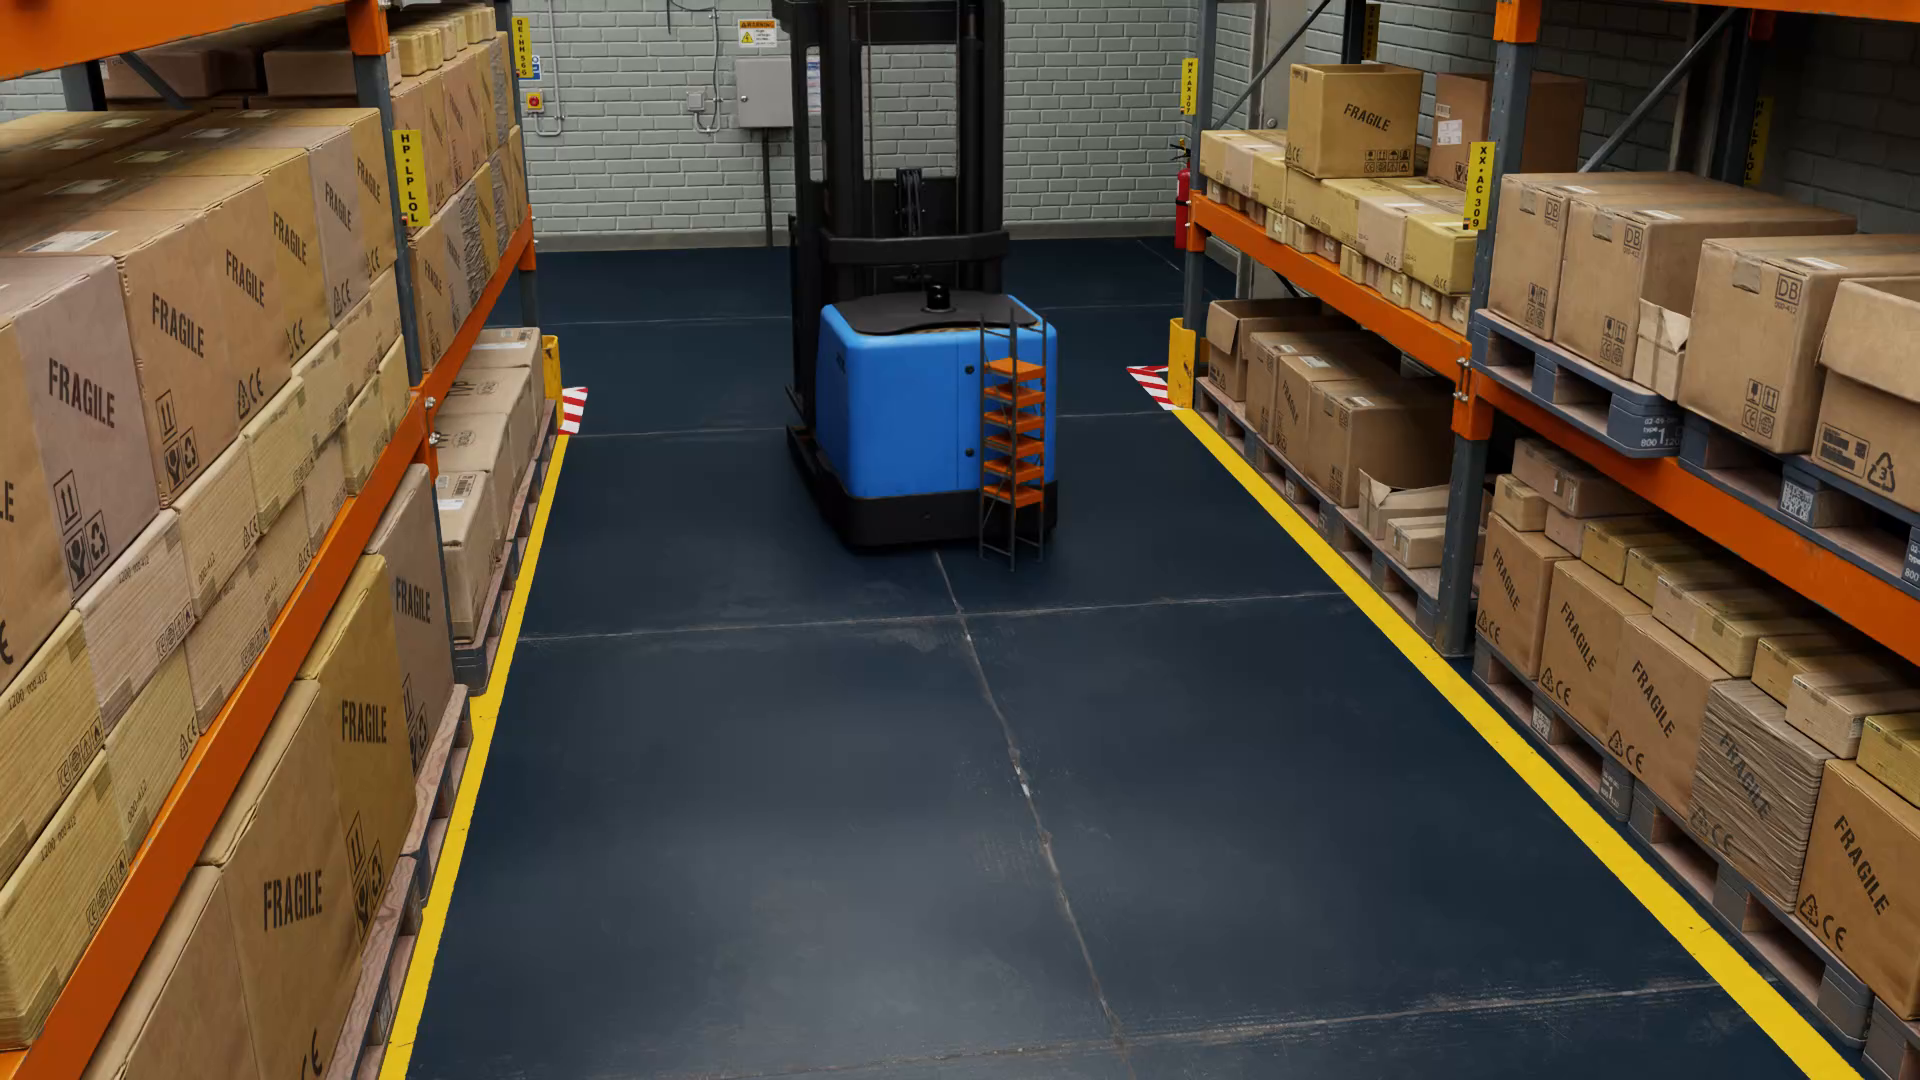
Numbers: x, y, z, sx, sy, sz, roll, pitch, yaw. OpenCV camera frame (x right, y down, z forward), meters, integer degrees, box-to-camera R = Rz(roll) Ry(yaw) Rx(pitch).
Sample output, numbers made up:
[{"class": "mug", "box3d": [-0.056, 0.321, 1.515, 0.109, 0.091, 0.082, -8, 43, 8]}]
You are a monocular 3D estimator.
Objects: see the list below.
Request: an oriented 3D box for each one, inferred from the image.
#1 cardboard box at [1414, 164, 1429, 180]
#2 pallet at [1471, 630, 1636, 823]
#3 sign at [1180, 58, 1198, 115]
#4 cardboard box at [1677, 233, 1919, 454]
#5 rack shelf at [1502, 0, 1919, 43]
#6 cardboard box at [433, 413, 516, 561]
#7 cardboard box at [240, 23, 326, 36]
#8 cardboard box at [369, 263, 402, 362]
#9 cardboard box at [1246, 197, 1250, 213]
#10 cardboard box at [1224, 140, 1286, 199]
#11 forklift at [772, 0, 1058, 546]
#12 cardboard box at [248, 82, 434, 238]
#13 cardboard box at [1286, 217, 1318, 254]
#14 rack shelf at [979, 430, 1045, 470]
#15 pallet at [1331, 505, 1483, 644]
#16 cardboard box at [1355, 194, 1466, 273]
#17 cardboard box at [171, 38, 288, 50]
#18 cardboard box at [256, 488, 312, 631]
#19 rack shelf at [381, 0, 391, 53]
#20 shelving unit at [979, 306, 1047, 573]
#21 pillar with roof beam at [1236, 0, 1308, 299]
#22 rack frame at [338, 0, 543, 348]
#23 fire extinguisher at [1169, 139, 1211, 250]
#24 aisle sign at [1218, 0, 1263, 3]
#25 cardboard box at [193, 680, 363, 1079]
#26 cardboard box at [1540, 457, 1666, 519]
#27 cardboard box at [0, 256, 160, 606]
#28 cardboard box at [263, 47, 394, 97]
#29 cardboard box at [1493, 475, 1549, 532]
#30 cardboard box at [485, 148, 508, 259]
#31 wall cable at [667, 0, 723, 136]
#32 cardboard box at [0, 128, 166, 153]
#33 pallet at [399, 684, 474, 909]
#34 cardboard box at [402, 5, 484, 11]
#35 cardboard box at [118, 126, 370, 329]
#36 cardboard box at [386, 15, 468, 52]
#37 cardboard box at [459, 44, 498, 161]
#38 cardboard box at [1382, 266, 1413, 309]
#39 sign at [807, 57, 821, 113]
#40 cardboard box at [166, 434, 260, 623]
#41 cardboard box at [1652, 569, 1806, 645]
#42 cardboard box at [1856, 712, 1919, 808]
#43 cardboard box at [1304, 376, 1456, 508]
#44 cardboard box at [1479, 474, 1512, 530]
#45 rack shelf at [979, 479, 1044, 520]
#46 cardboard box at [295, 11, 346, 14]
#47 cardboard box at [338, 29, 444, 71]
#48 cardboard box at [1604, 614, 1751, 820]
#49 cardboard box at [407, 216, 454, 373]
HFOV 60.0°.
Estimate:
[{"class": "cardboard box", "box3d": [2.457, -1.732, 8.356, 0.500, 0.250, 0.500, -3, 21, -8]}, {"class": "pallet", "box3d": [2.645, 0.631, 6.226, 1.003, 0.211, 1.213, -3, 21, -8]}, {"class": "sign", "box3d": [1.376, -2.718, 9.970, 0.100, 0.325, 0.005, -3, 21, -8]}, {"class": "cardboard box", "box3d": [2.526, -0.569, 4.709, 0.700, 0.500, 0.500, -3, 21, -8]}, {"class": "rack shelf", "box3d": [2.778, -1.331, 4.234, 1.077, 0.370, 4.000, -3, 21, -8]}, {"class": "cardboard box", "box3d": [-2.535, -0.233, 7.614, 0.875, 0.438, 0.875, -4, 21, -9]}, {"class": "cardboard box", "box3d": [-2.953, -2.143, 7.169, 0.380, 0.149, 0.250, -3, 21, -8]}, {"class": "cardboard box", "box3d": [-2.117, -0.727, 5.376, 0.500, 0.250, 0.500, -3, 21, -8]}, {"class": "cardboard box", "box3d": [1.844, -1.920, 9.428, 0.380, 0.149, 0.250, -3, 21, -8]}, {"class": "cardboard box", "box3d": [1.785, -2.064, 9.244, 0.500, 0.250, 0.500, -3, 21, -7]}, {"class": "forklift", "box3d": [-0.373, -1.827, 8.920, 1.130, 2.935, 3.031, -5, 21, -13]}, {"class": "cardboard box", "box3d": [-2.250, -1.396, 6.094, 0.500, 0.500, 0.500, -3, 21, -7]}, {"class": "cardboard box", "box3d": [1.884, -1.556, 8.454, 0.380, 0.149, 0.250, -2, 21, -7]}, {"class": "rack shelf", "box3d": [0.243, -0.421, 7.755, 0.180, 0.103, 0.258, -17, 26, -38]}, {"class": "pallet", "box3d": [2.392, 0.113, 7.611, 1.003, 0.211, 1.213, -3, 21, -8]}, {"class": "cardboard box", "box3d": [2.088, -1.361, 7.362, 0.500, 0.250, 0.500, -3, 21, -8]}, {"class": "cardboard box", "box3d": [-2.737, -1.797, 6.241, 0.380, 0.149, 0.250, -3, 21, -8]}, {"class": "cardboard box", "box3d": [-1.902, 0.040, 4.036, 0.500, 0.250, 0.500, -3, 21, -8]}, {"class": "rack shelf", "box3d": [-2.710, -2.464, 7.268, 1.077, 0.370, 4.000, -3, 21, -8]}, {"class": "shelving unit", "box3d": [0.243, -0.462, 7.739, 0.189, 1.200, 0.258, -17, 26, -38]}, {"class": "pillar with roof beam", "box3d": [-1.843, -5.912, 11.185, 9.100, 9.000, 0.400, -3, 21, -8]}, {"class": "rack frame", "box3d": [-2.998, -2.088, 9.521, 1.000, 3.000, 0.127, -3, 21, -8]}, {"class": "fire extinguisher", "box3d": [1.435, -2.157, 10.347, 0.296, 0.674, 0.183, -3, 21, -8]}, {"class": "aisle sign", "box3d": [1.613, -3.567, 9.763, 0.394, 0.787, 0.004, -3, 21, -8]}, {"class": "cardboard box", "box3d": [-1.986, 0.928, 3.882, 0.875, 0.875, 0.875, -3, 21, -7]}, {"class": "cardboard box", "box3d": [2.363, -0.199, 6.082, 0.380, 0.149, 0.250, -4, 21, -10]}, {"class": "cardboard box", "box3d": [-1.755, -0.188, 2.861, 0.500, 0.500, 0.500, -3, 21, -8]}, {"class": "cardboard box", "box3d": [-2.210, -1.645, 5.835, 0.380, 0.149, 0.250, -3, 21, -9]}, {"class": "cardboard box", "box3d": [2.278, -0.147, 6.368, 0.380, 0.149, 0.250, -2, 21, -5]}, {"class": "cardboard box", "box3d": [-2.525, -1.630, 8.149, 0.500, 0.500, 0.500, -2, 21, -6]}, {"class": "wall cable", "box3d": [-2.432, -4.591, 14.769, 0.588, 1.984, 0.122, -3, 21, -8]}, {"class": "cardboard box", "box3d": [-2.542, -0.877, 4.706, 0.500, 0.500, 0.500, -3, 21, -8]}, {"class": "pallet", "box3d": [-2.235, 0.866, 5.596, 1.003, 0.211, 1.213, -3, 21, -8]}, {"class": "cardboard box", "box3d": [-2.688, -2.707, 8.677, 0.380, 0.149, 0.250, -3, 21, -7]}, {"class": "cardboard box", "box3d": [-2.027, -0.898, 4.761, 0.500, 0.500, 0.500, -3, 21, -7]}, {"class": "cardboard box", "box3d": [-2.510, -2.354, 7.734, 0.380, 0.149, 0.250, -2, 21, -6]}, {"class": "cardboard box", "box3d": [-2.520, -2.098, 7.974, 0.500, 0.500, 0.500, -3, 21, -8]}, {"class": "cardboard box", "box3d": [2.074, -1.113, 7.268, 0.380, 0.149, 0.250, -2, 21, -6]}, {"class": "sign", "box3d": [-1.275, -4.147, 15.169, 0.329, 0.494, 0.001, -3, 21, -8]}, {"class": "cardboard box", "box3d": [-1.806, -0.023, 3.490, 0.500, 0.250, 0.500, -3, 21, -8]}, {"class": "cardboard box", "box3d": [2.495, 0.216, 5.397, 0.380, 0.149, 0.250, -3, 21, -8]}, {"class": "cardboard box", "box3d": [2.651, 0.576, 4.433, 0.380, 0.149, 0.250, -3, 21, -9]}, {"class": "cardboard box", "box3d": [2.142, -0.492, 8.219, 0.700, 0.500, 0.500, -4, 21, -10]}, {"class": "cardboard box", "box3d": [2.629, -0.133, 7.528, 0.500, 0.311, 0.500, -2, 21, -6]}, {"class": "rack shelf", "box3d": [0.243, -0.196, 7.838, 0.180, 0.103, 0.258, -17, 26, -38]}, {"class": "cardboard box", "box3d": [-3.133, -2.498, 8.117, 0.380, 0.149, 0.250, -4, 21, -10]}, {"class": "cardboard box", "box3d": [-2.326, -2.002, 6.790, 0.380, 0.149, 0.250, -4, 21, -9]}, {"class": "cardboard box", "box3d": [2.491, 0.555, 5.416, 0.500, 0.500, 0.500, -4, 21, -9]}, {"class": "cardboard box", "box3d": [-2.230, -0.926, 6.266, 0.500, 0.500, 0.500, -2, 21, -6]}]
